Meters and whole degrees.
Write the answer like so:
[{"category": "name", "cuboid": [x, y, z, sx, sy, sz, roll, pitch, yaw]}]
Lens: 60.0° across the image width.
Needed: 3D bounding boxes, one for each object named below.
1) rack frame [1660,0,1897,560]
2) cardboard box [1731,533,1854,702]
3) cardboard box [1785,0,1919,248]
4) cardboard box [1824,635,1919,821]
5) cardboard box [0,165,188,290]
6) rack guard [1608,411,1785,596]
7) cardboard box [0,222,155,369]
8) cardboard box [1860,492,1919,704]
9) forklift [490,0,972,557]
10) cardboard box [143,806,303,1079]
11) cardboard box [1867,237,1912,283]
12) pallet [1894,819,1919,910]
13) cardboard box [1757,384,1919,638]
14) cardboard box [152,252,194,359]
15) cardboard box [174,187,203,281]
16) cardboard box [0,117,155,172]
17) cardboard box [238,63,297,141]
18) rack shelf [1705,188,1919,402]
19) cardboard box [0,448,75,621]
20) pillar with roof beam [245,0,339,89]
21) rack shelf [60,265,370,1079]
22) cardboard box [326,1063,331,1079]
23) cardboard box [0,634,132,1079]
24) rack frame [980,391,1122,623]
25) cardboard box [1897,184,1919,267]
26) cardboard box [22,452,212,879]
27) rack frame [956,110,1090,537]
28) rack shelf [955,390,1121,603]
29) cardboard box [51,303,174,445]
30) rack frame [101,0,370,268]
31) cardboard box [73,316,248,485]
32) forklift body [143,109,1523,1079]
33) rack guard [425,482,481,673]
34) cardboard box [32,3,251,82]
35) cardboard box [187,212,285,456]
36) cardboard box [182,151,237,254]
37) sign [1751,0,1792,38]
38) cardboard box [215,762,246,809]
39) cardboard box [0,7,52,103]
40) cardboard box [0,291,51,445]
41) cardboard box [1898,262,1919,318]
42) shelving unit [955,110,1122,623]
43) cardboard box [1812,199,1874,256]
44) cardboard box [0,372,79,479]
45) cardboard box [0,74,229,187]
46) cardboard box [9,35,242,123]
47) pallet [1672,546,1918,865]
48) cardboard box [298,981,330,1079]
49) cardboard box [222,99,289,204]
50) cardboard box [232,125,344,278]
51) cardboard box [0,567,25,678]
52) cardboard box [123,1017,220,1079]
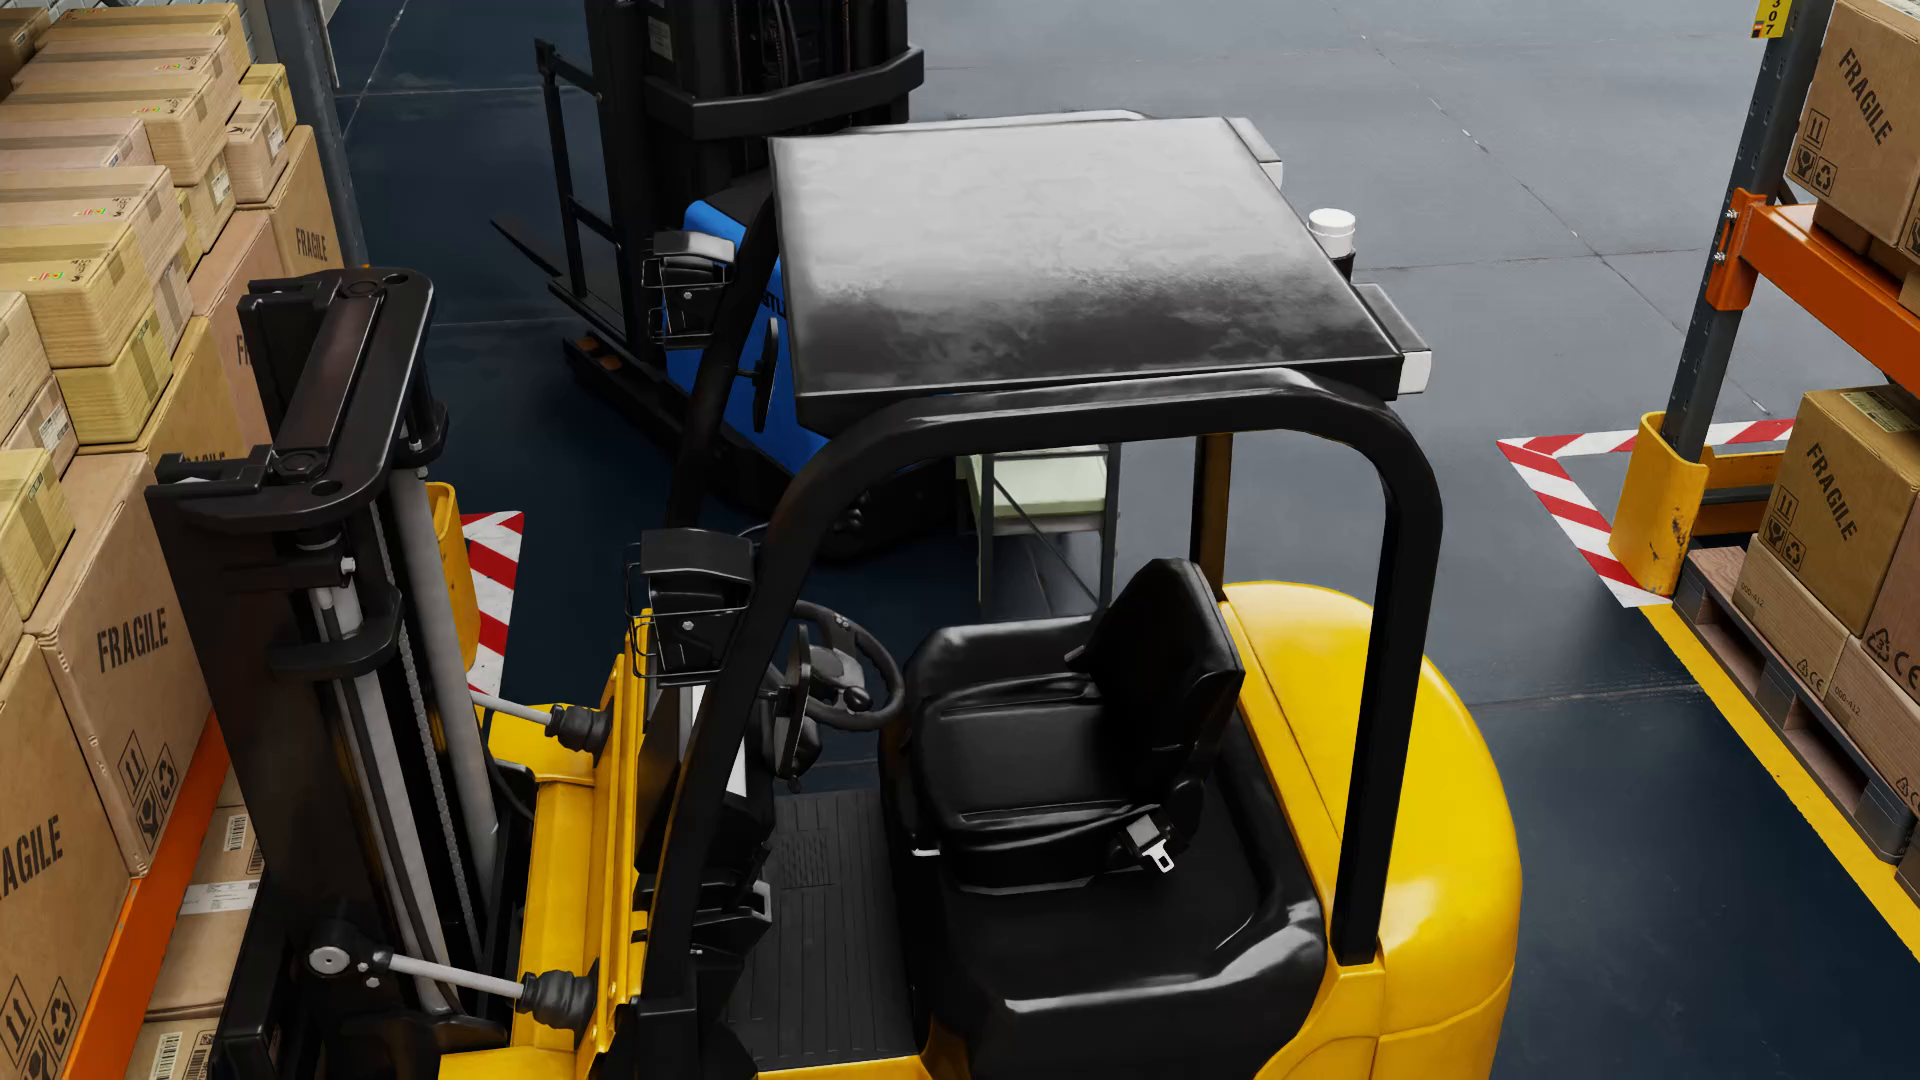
[{"category": "rack frame", "cuboid": [2.812, -1.234, 4.897, 1.000, 3.000, 0.127, -4, 35, -6]}, {"category": "cardboard box", "cuboid": [2.646, 0.200, 4.862, 0.500, 0.250, 0.500, -5, 35, -7]}, {"category": "cardboard box", "cuboid": [2.601, -1.113, 4.366, 0.500, 0.500, 0.500, -5, 35, -7]}, {"category": "cardboard box", "cuboid": [2.708, 0.485, 4.443, 0.500, 0.250, 0.500, -3, 34, -5]}, {"category": "cardboard box", "cuboid": [-1.618, -0.544, 2.955, 0.380, 0.149, 0.250, -4, 34, -5]}, {"category": "rack guard", "cuboid": [2.822, -0.159, 5.539, 1.175, 0.500, 0.348, -4, 35, -6]}, {"category": "cardboard box", "cuboid": [-1.578, -0.400, 2.744, 0.380, 0.149, 0.250, -4, 34, -5]}, {"category": "cardboard box", "cuboid": [2.725, 0.195, 4.204, 0.500, 0.500, 0.500, -6, 35, -8]}, {"category": "forklift", "cuboid": [-0.935, -1.925, 5.972, 1.130, 2.935, 3.031, -23, 41, -30]}, {"category": "cardboard box", "cuboid": [-1.522, 0.776, 3.129, 0.500, 0.250, 0.500, -5, 35, -7]}, {"category": "cardboard box", "cuboid": [2.701, -0.785, 4.461, 0.380, 0.149, 0.250, -4, 34, -6]}, {"category": "pallet", "cuboid": [3.057, 1.096, 3.954, 1.003, 0.211, 1.213, -4, 35, -6]}, {"category": "cardboard box", "cuboid": [2.650, -0.097, 4.631, 0.500, 0.500, 0.500, -5, 35, -8]}, {"category": "cardboard box", "cuboid": [-1.639, -0.419, 3.036, 0.380, 0.149, 0.250, -5, 35, -8]}, {"category": "cardboard box", "cuboid": [-1.722, -0.564, 3.249, 0.380, 0.149, 0.250, -5, 35, -7]}, {"category": "cardboard box", "cuboid": [-1.763, -0.681, 3.156, 0.380, 0.149, 0.250, -4, 34, -6]}, {"category": "cardboard box", "cuboid": [-1.782, -0.993, 3.879, 0.380, 0.149, 0.250, -4, 34, -6]}, {"category": "rack shelf", "cuboid": [3.081, 0.179, 3.462, 1.077, 0.370, 4.000, -4, 35, -6]}, {"category": "cardboard box", "cuboid": [-1.539, 0.005, 2.415, 0.380, 0.149, 0.250, -5, 35, -7]}, {"category": "pillar with roof beam", "cuboid": [0.553, -6.552, 7.374, 9.100, 9.000, 0.400, -4, 35, -6]}, {"category": "rack shelf", "cuboid": [-1.837, 0.557, 2.907, 1.077, 0.370, 4.000, -4, 35, -6]}, {"category": "cardboard box", "cuboid": [-1.522, 1.191, 3.407, 0.500, 0.250, 0.500, -3, 34, -5]}, {"category": "cardboard box", "cuboid": [-1.525, 0.496, 2.270, 0.500, 0.500, 0.500, -5, 35, -7]}, {"category": "rack frame", "cuboid": [0.262, -0.239, 4.768, 0.400, 1.500, 0.023, -3, 34, -5]}, {"category": "cardboard box", "cuboid": [2.674, -0.824, 3.943, 0.500, 0.500, 0.500, -3, 34, -5]}, {"category": "cardboard box", "cuboid": [-1.571, 0.213, 2.685, 0.500, 0.500, 0.500, -4, 34, -6]}, {"category": "rack frame", "cuboid": [0.189, -0.649, 5.370, 0.400, 1.500, 0.023, -3, 34, -5]}, {"category": "rack shelf", "cuboid": [0.225, -0.174, 5.253, 0.431, 0.370, 0.720, -3, 34, -5]}, {"category": "cardboard box", "cuboid": [-1.585, -0.279, 2.831, 0.380, 0.149, 0.250, -4, 34, -6]}, {"category": "rack frame", "cuboid": [-2.106, -0.856, 4.342, 1.000, 3.000, 0.127, -4, 35, -6]}, {"category": "cardboard box", "cuboid": [-1.650, -0.066, 3.095, 0.500, 0.500, 0.500, -5, 35, -7]}, {"category": "forklift body", "cuboid": [-0.043, 0.415, 3.231, 2.313, 2.155, 1.214, -4, 35, -6]}, {"category": "rack guard", "cuboid": [-2.109, 0.164, 5.066, 1.175, 0.500, 0.348, -4, 35, -6]}, {"category": "cardboard box", "cuboid": [-1.849, -1.104, 3.778, 0.380, 0.149, 0.250, -4, 35, -6]}, {"category": "cardboard box", "cuboid": [-1.719, -0.352, 3.515, 0.500, 0.500, 0.500, -3, 34, -5]}, {"category": "cardboard box", "cuboid": [-1.744, -0.703, 3.454, 0.380, 0.149, 0.250, -4, 34, -5]}, {"category": "sign", "cuboid": [2.274, -1.551, 4.593, 0.100, 0.325, 0.005, -4, 35, -6]}, {"category": "cardboard box", "cuboid": [-1.583, 0.492, 3.545, 0.500, 0.250, 0.500, -4, 34, -6]}, {"category": "cardboard box", "cuboid": [-2.273, -1.085, 3.749, 0.380, 0.149, 0.250, -5, 35, -7]}, {"category": "cardboard box", "cuboid": [-1.637, -0.249, 2.523, 0.380, 0.149, 0.250, -4, 34, -6]}, {"category": "cardboard box", "cuboid": [2.656, -0.631, 4.235, 0.380, 0.149, 0.250, -5, 35, -8]}, {"category": "shelving unit", "cuboid": [0.225, -0.444, 5.069, 0.431, 1.500, 0.755, -3, 34, -5]}, {"category": "cardboard box", "cuboid": [2.653, -0.925, 4.667, 0.380, 0.149, 0.250, -4, 35, -6]}, {"category": "cardboard box", "cuboid": [-1.641, -0.133, 2.617, 0.380, 0.149, 0.250, -5, 35, -7]}, {"category": "cardboard box", "cuboid": [-1.723, -0.825, 3.368, 0.380, 0.149, 0.250, -4, 34, -5]}, {"category": "cardboard box", "cuboid": [-1.785, -0.969, 3.579, 0.380, 0.149, 0.250, -4, 35, -6]}, {"category": "pallet", "cuboid": [2.896, 0.417, 4.951, 1.003, 0.211, 1.213, -4, 35, -6]}, {"category": "cardboard box", "cuboid": [-1.520, 0.995, 3.251, 0.500, 0.250, 0.500, -4, 35, -7]}, {"category": "cardboard box", "cuboid": [-1.718, -0.853, 3.673, 0.380, 0.149, 0.250, -4, 34, -6]}, {"category": "cardboard box", "cuboid": [-1.780, -0.643, 3.940, 0.500, 0.500, 0.500, -5, 35, -7]}, {"category": "cardboard box", "cuboid": [-1.494, 0.153, 2.198, 0.380, 0.149, 0.250, -5, 35, -8]}, {"category": "cardboard box", "cuboid": [-1.459, 1.069, 2.698, 0.500, 0.250, 0.500, -3, 34, -5]}]
